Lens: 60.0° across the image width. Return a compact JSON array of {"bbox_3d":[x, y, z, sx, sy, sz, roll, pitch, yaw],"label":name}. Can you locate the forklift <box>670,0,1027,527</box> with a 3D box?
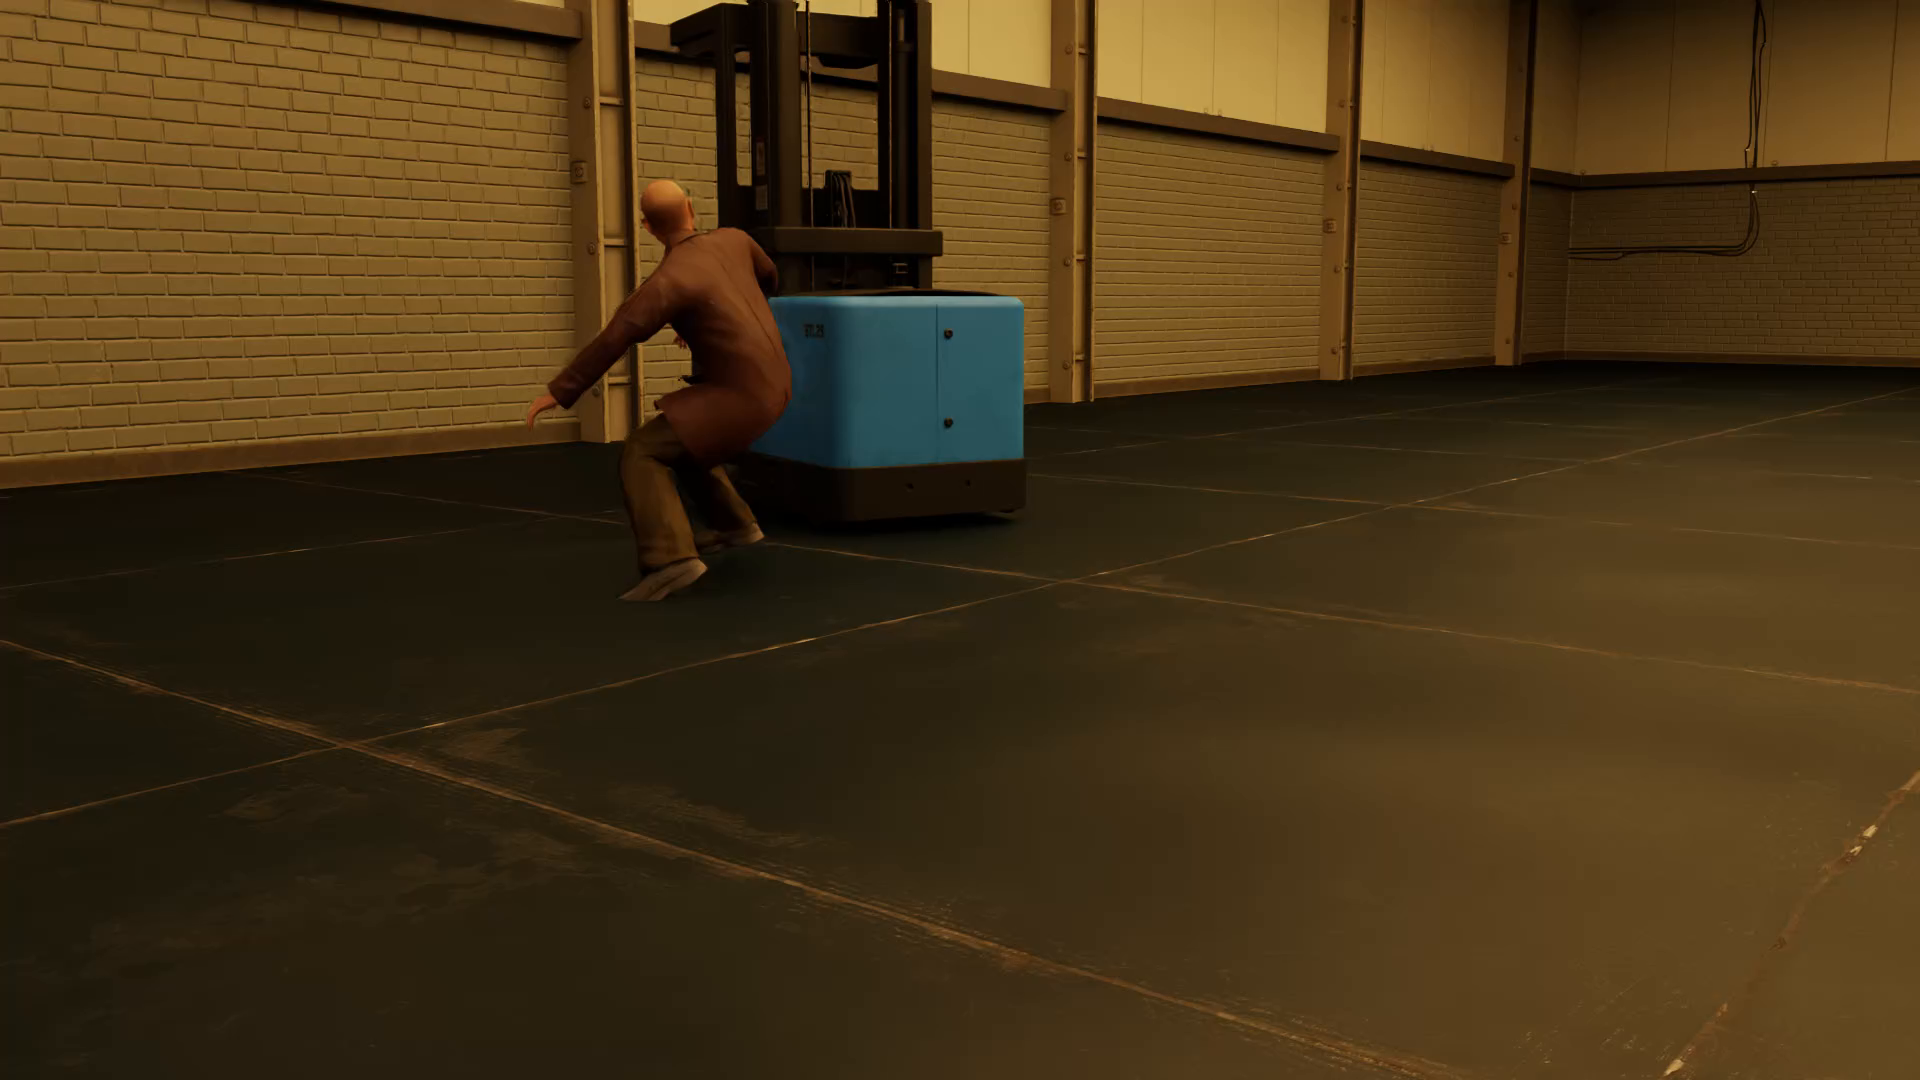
[{"bbox_3d":[-0.845,-1.684,8.792,1.130,2.935,3.031,-5,10,-29],"label":"forklift"}]

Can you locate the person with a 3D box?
[{"bbox_3d":[-1.077,-0.555,6.242,0.861,1.542,0.879,2,9,16],"label":"person"}]
